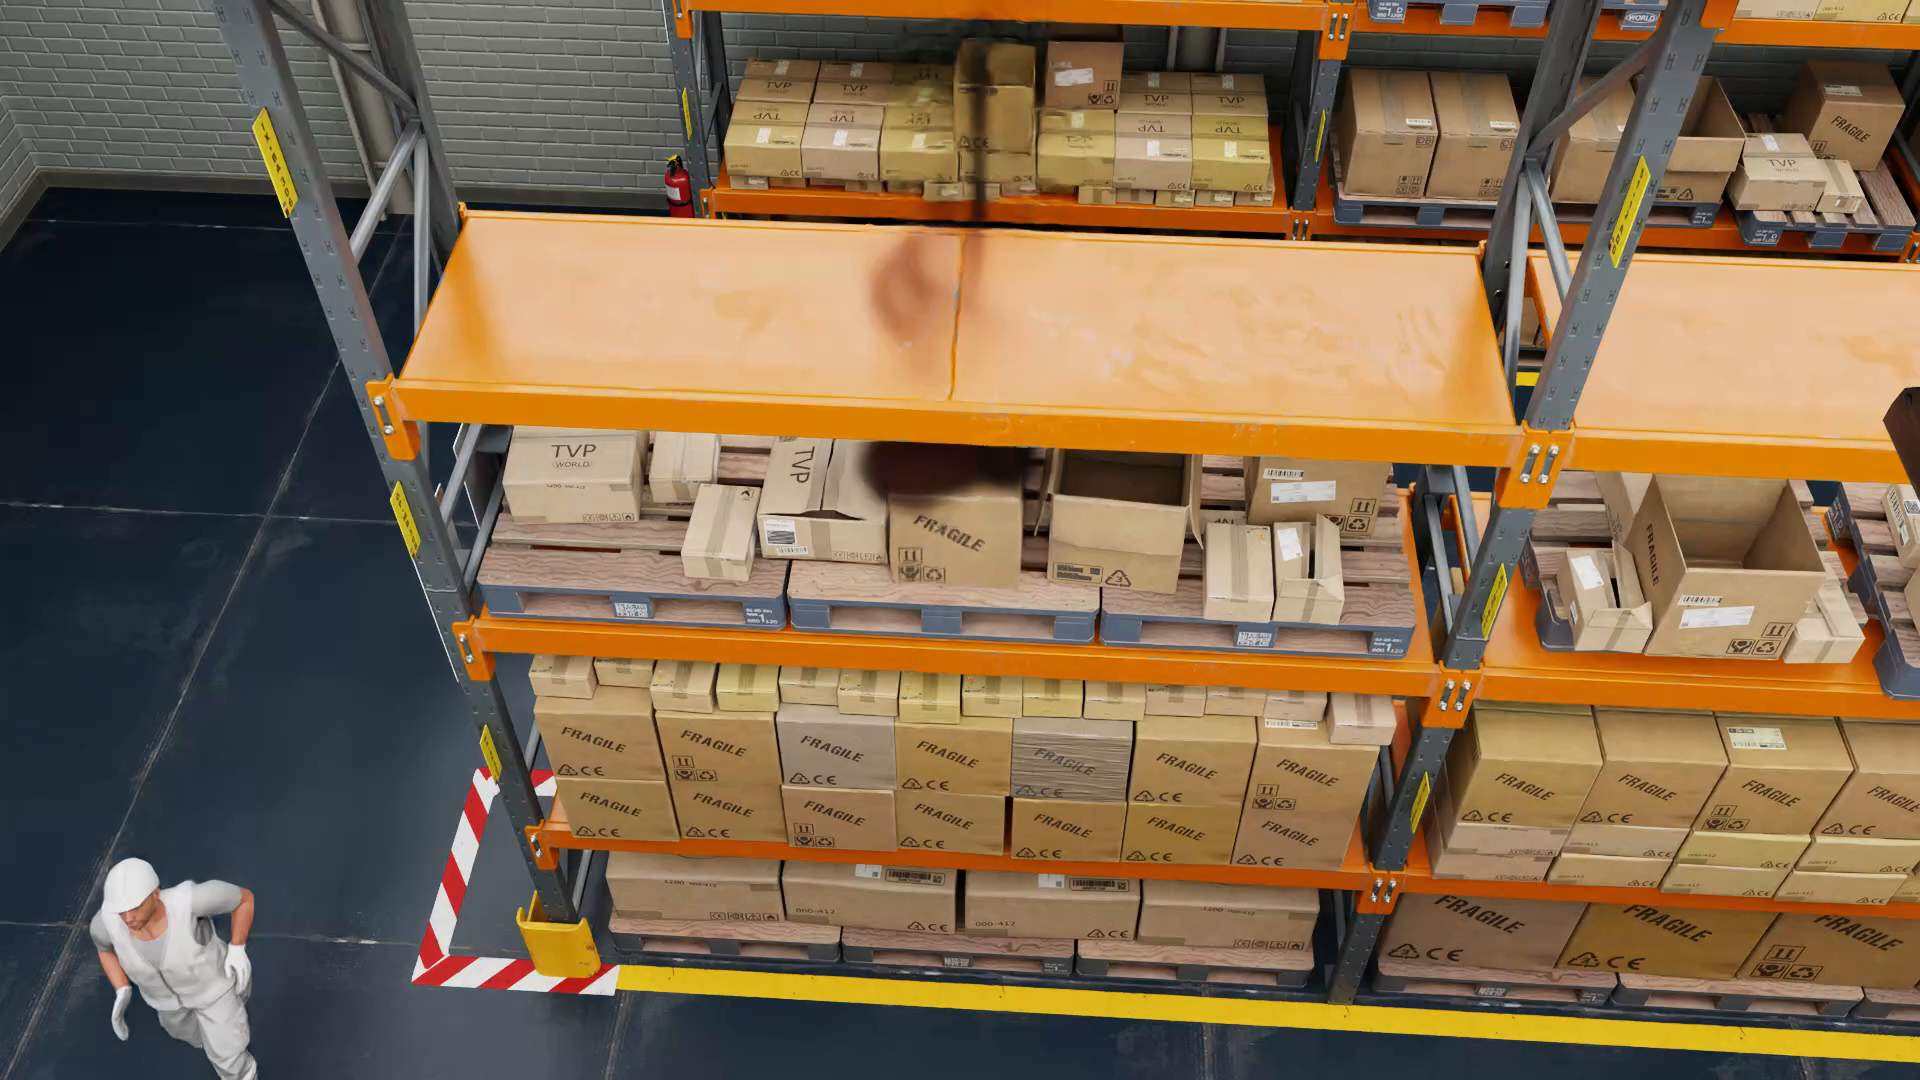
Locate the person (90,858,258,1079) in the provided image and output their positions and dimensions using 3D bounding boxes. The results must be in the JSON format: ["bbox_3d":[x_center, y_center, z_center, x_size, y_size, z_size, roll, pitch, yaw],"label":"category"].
[{"bbox_3d":[-3.421,1.933,7.444,0.657,1.746,0.863,-7,48,-6],"label":"person"}]
